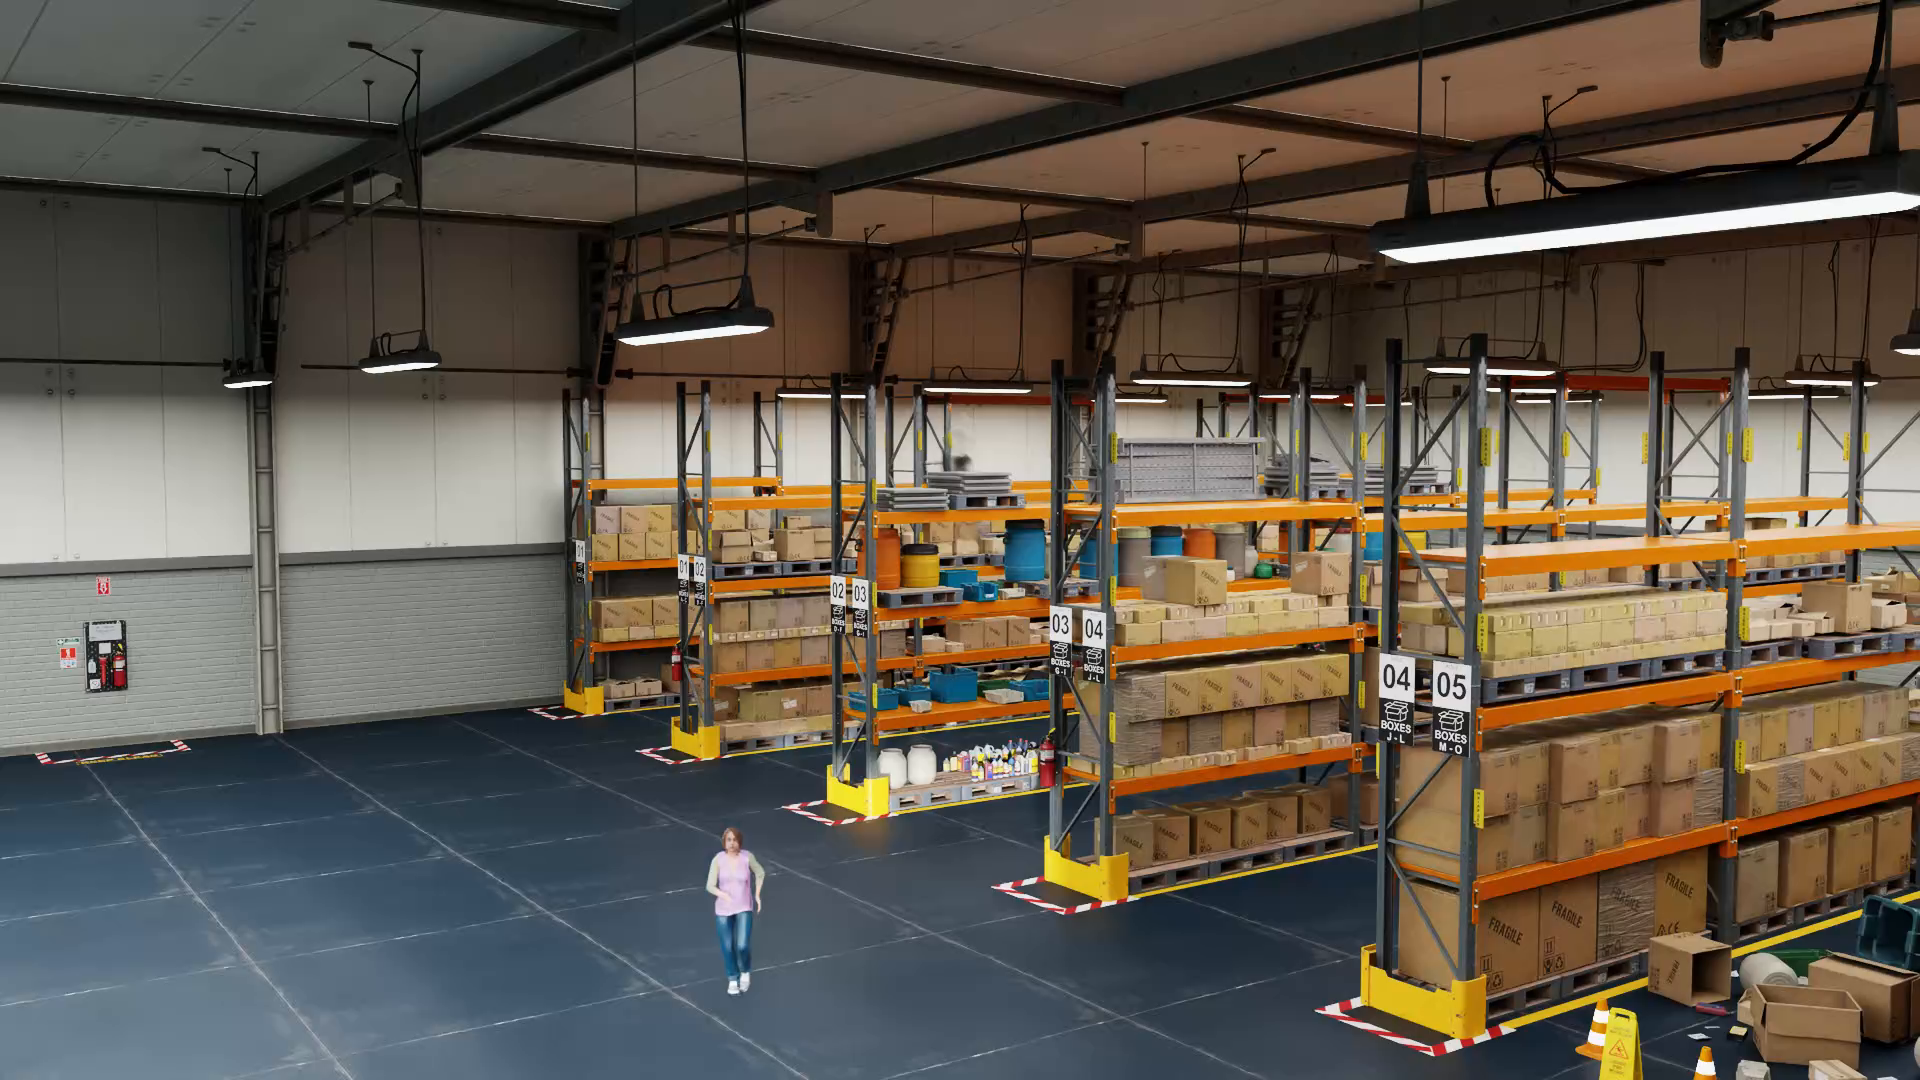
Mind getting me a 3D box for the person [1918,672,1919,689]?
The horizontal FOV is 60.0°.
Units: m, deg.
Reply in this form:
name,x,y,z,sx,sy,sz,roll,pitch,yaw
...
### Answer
name,x,y,z,sx,sy,sz,roll,pitch,yaw
person,15.550,2.367,26.526,0.510,0.610,0.362,1,4,20
